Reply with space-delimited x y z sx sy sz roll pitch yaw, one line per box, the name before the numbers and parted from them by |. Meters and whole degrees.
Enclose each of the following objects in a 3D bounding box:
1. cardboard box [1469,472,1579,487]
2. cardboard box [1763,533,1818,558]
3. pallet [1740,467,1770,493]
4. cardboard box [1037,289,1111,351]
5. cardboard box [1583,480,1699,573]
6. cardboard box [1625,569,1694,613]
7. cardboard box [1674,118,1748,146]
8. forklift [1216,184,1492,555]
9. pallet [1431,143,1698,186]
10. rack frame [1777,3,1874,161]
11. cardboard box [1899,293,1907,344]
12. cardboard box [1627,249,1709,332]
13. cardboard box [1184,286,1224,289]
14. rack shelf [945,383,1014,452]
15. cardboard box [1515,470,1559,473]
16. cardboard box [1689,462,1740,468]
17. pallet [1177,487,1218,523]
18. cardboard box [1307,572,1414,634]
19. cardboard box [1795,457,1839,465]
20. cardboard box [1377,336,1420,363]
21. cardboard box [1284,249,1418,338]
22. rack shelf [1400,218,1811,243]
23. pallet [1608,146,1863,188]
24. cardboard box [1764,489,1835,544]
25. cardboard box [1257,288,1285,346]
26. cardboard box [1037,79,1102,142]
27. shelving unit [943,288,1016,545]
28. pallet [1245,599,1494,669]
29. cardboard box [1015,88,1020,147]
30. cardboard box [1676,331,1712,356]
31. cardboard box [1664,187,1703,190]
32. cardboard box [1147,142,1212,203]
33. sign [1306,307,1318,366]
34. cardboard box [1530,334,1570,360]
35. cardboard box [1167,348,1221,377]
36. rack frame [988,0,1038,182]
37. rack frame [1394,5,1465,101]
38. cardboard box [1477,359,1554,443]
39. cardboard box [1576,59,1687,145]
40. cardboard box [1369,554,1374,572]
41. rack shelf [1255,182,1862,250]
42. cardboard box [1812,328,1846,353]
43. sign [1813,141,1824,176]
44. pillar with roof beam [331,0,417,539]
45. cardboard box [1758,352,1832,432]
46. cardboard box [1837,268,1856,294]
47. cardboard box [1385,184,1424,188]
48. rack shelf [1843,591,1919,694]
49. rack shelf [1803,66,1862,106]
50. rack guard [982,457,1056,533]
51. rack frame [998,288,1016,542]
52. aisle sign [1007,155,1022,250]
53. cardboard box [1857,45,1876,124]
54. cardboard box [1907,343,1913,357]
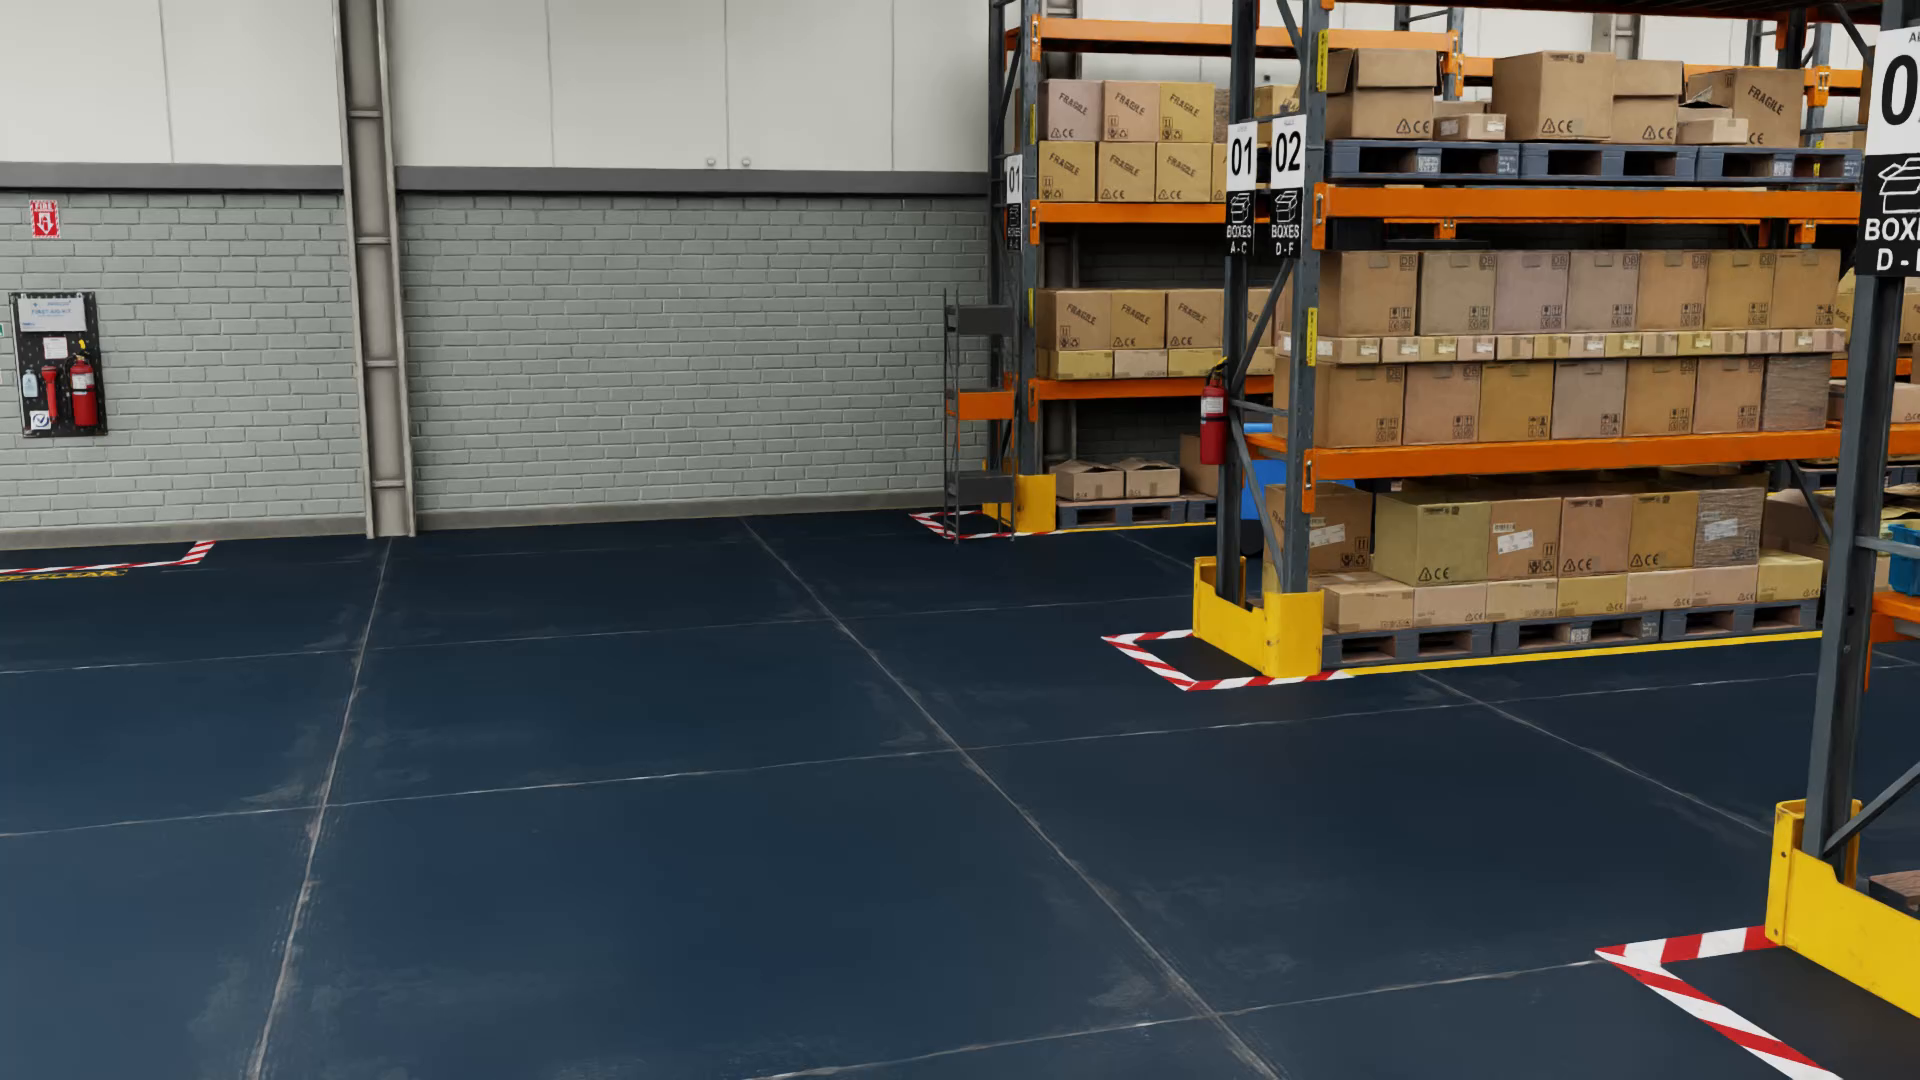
cardboard box | 3.704 -0.159 10.989 0.500 0.500 0.500 -3 11 -16
cardboard box | 5.993 0.093 11.691 0.500 0.250 0.500 -3 11 -16
pallet | 7.378 -0.634 16.907 1.213 0.211 1.003 -3 11 -16
cardboard box | 0.990 -1.917 14.460 0.500 0.500 0.500 -3 11 -16
cardboard box | 4.330 -0.094 10.634 0.500 0.500 0.500 -3 11 -16
cardboard box | 4.333 0.277 10.690 0.500 0.250 0.500 -3 11 -16
cardboard box | 4.594 -2.500 10.203 0.250 0.149 0.380 -3 11 -16
forklift | 3.635 -1.361 13.344 3.031 2.935 1.130 1 11 7
pallet | 3.695 -2.304 10.238 1.213 0.211 1.003 -3 11 -16
rack frame | 5.676 -3.932 10.549 0.127 3.000 1.000 -3 11 -16
cardboard box | 9.172 -2.255 16.857 0.500 0.500 0.500 -3 11 -14
cardboard box | 4.286 -1.594 10.560 0.500 0.500 0.700 -3 11 -16
cardboard box | 2.305 -2.082 15.357 0.500 0.500 0.500 -3 11 -15
rack shelf | 0.159 -1.028 13.904 0.480 0.518 0.431 -3 11 -16
cardboard box | 5.472 -0.904 16.363 0.500 0.500 0.700 -3 11 -17
cardboard box | 7.452 -0.986 16.807 0.500 0.500 0.700 -3 11 -15
pallet | 2.480 -0.368 15.464 1.213 0.211 1.003 -3 11 -16
cardboard box | 2.413 0.378 10.141 0.500 0.250 0.500 -3 11 -16
cardboard box | 8.871 -1.208 17.103 0.750 0.750 0.750 -3 11 -17
cardboard box | 2.525 -1.143 9.904 0.250 0.149 0.380 -3 11 -17
cardboard box | 2.338 -1.490 9.997 0.500 0.500 0.700 -3 11 -16
rack shelf | 6.208 -3.065 16.112 4.000 0.370 1.077 -3 11 -16
pallet | 4.864 -2.365 10.570 1.213 0.211 1.003 -3 11 -16
cardboard box | 5.985 -0.182 11.634 0.500 0.311 0.500 -3 11 -16
cardboard box | 2.956 -2.020 15.020 0.500 0.500 0.500 -3 11 -18
cardboard box | 0.885 -3.643 14.173 0.500 0.500 0.500 -4 11 -20
shelving unit | 0.159 -1.041 13.902 0.503 2.100 0.431 -3 11 -16
pallet | 2.558 0.546 10.495 1.213 0.211 1.003 -3 11 -16
cardboard box | 0.788 -3.733 14.661 0.500 0.500 0.500 -3 11 -13
cardboard box | 4.497 -1.247 10.469 0.250 0.149 0.380 -3 11 -16
cardboard box | 6.858 -3.531 16.317 0.637 0.503 0.797 -1 11 -8
cardboard box | 1.861 -3.195 14.503 0.500 0.500 0.500 -2 11 -13
sign | 1.985 -1.147 9.381 0.005 0.325 0.100 -3 11 -16
cardboard box | 3.509 -1.195 10.185 0.250 0.149 0.380 -3 11 -17
cardboard box | 1.990 -1.599 14.806 0.500 0.250 0.500 -3 11 -17
rack frame | 0.447 -4.590 14.126 0.127 3.000 1.000 -3 11 -16
rack frame | 4.288 -4.793 15.225 0.127 3.000 1.000 -3 11 -16
cardboard box | 3.269 -0.901 10.380 0.500 0.500 0.700 -3 11 -16
cardboard box | 4.060 -2.721 10.427 0.637 0.503 0.797 -2 11 -10
cardboard box | 2.745 0.261 10.779 0.500 0.250 0.500 -3 11 -16
rack shelf | 3.756 -2.001 10.336 4.000 0.370 1.077 -3 11 -16
cardboard box | 5.475 -1.298 10.747 0.250 0.149 0.380 -3 11 -16
sign | 8.278 -3.680 16.037 0.005 0.325 0.100 -3 11 -16
pillar with roof beam | -3.680 -3.724 9.421 0.400 9.000 9.100 -3 11 -16
cardboard box | 5.252 -1.007 10.955 0.500 0.500 0.700 -3 11 -17
cardboard box | 8.664 -2.598 16.652 0.500 0.250 0.500 -3 11 -15
cardboard box | 3.870 -3.308 15.113 0.500 0.500 0.500 -3 11 -14
rack shelf | 5.137 0.335 5.929 4.000 0.370 1.077 -3 11 -16
rack shelf | 10.049 -4.546 16.976 4.000 0.370 1.077 -3 11 -16
rack guard | 0.520 -0.414 14.916 0.348 0.500 1.175 -3 11 -16
rack frame | 0.393 -1.053 13.969 0.015 2.100 0.400 -3 11 -16
aisle sign | 0.462 -2.863 14.131 0.004 0.787 0.394 -3 11 -16
cardboard box | 6.279 -2.982 10.860 0.500 0.500 0.500 -3 11 -15
cardboard box | 9.737 -1.977 17.141 0.250 0.149 0.380 -3 11 -15
